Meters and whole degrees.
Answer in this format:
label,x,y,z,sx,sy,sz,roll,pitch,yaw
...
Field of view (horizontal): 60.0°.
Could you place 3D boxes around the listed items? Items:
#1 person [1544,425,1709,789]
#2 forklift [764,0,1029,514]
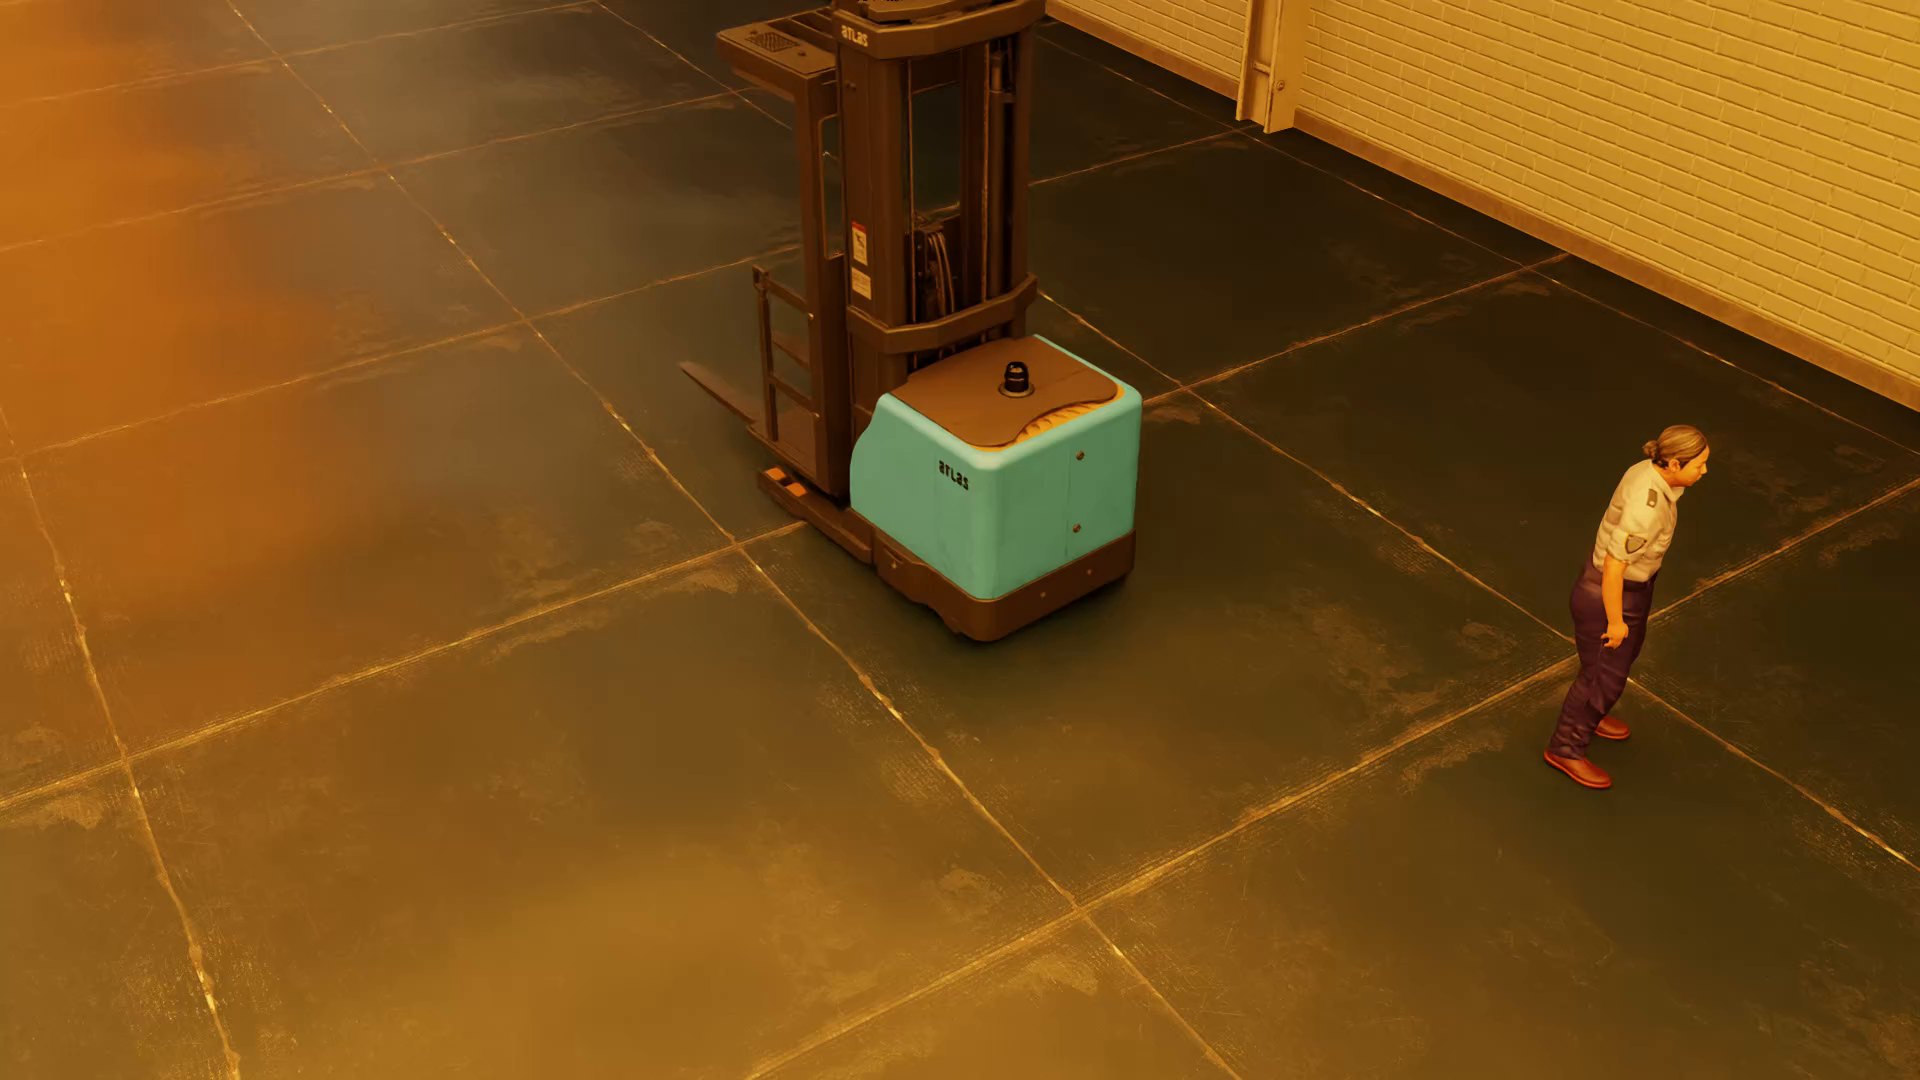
label,x,y,z,sx,sy,sz,roll,pitch,yaw
person,2.755,0.234,6.932,0.372,1.651,0.543,18,39,24
forklift,-0.438,-1.500,8.282,1.121,2.935,3.031,-25,42,-31
